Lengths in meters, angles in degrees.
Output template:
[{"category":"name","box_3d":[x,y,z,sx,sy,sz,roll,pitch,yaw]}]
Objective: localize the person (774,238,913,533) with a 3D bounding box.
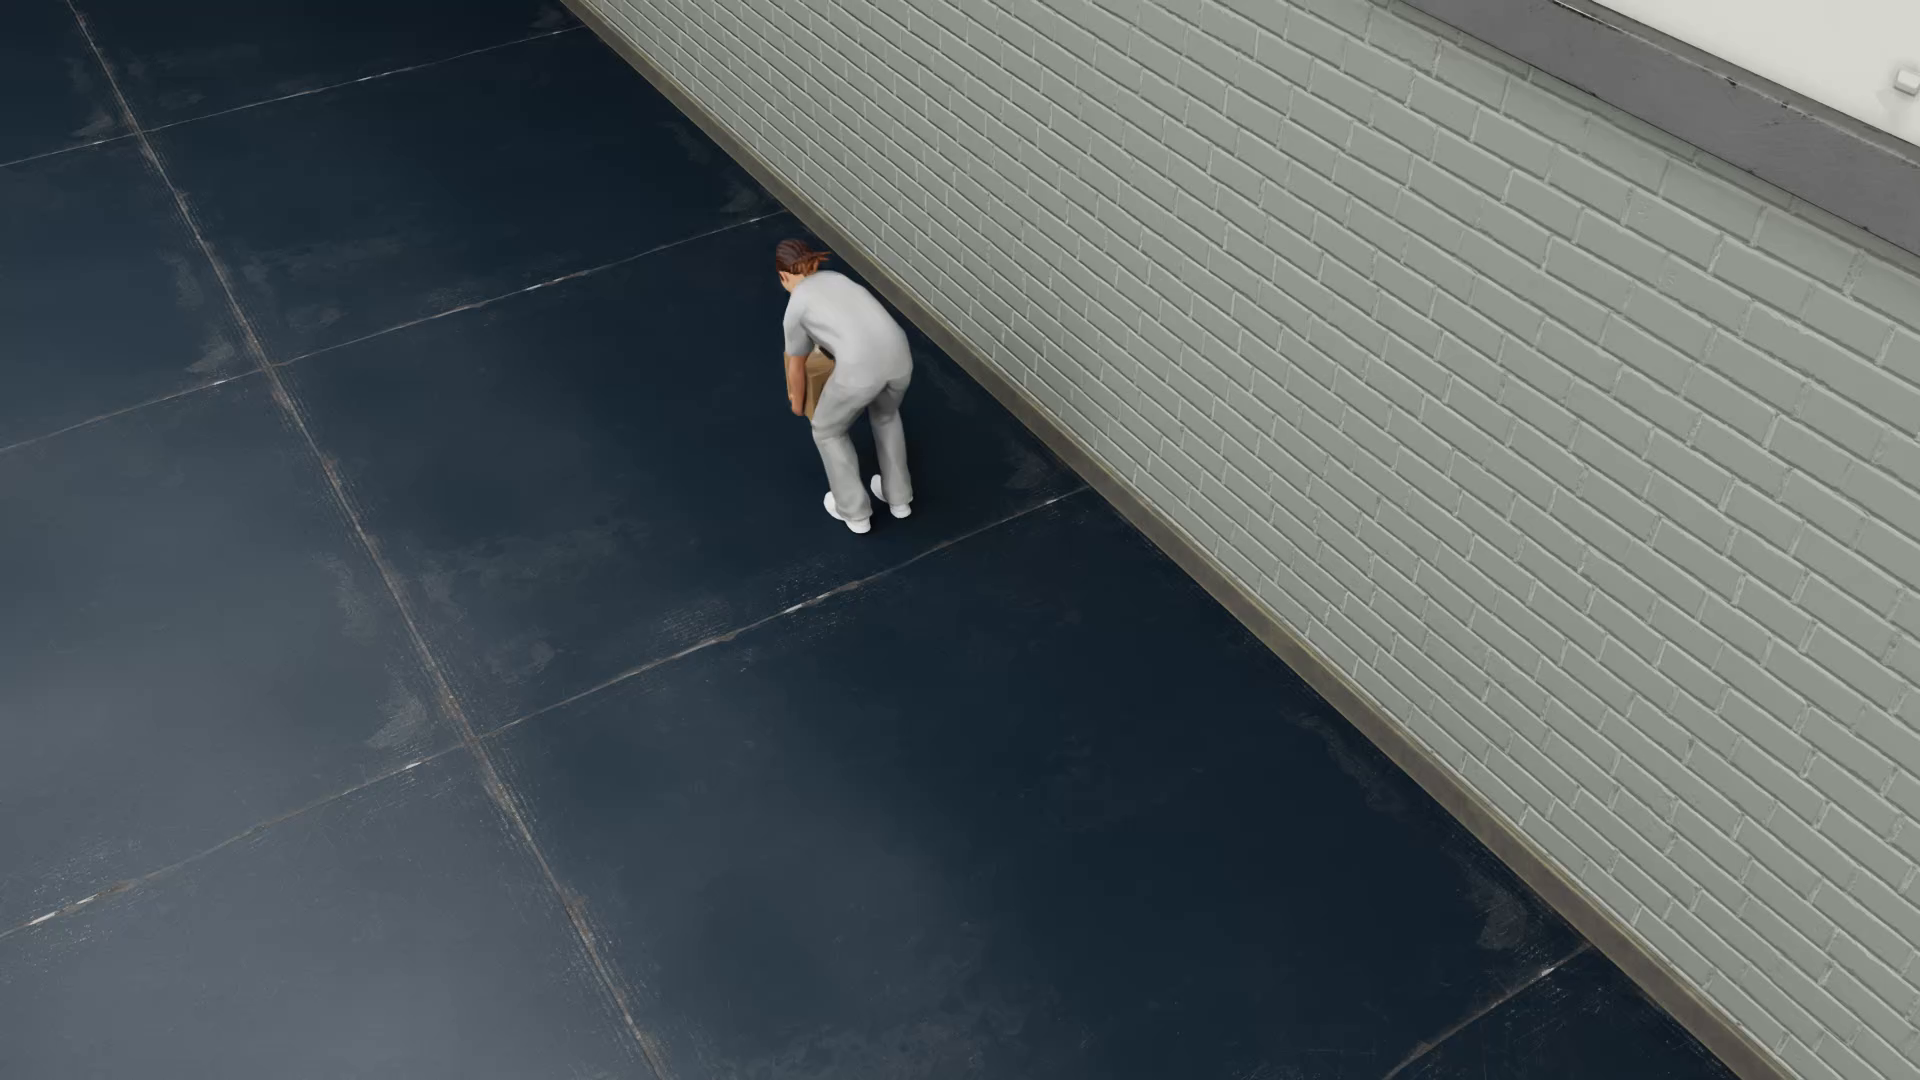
[{"category":"person","box_3d":[-0.533,-0.694,7.354,0.422,1.162,0.864,-24,46,-25]}]
